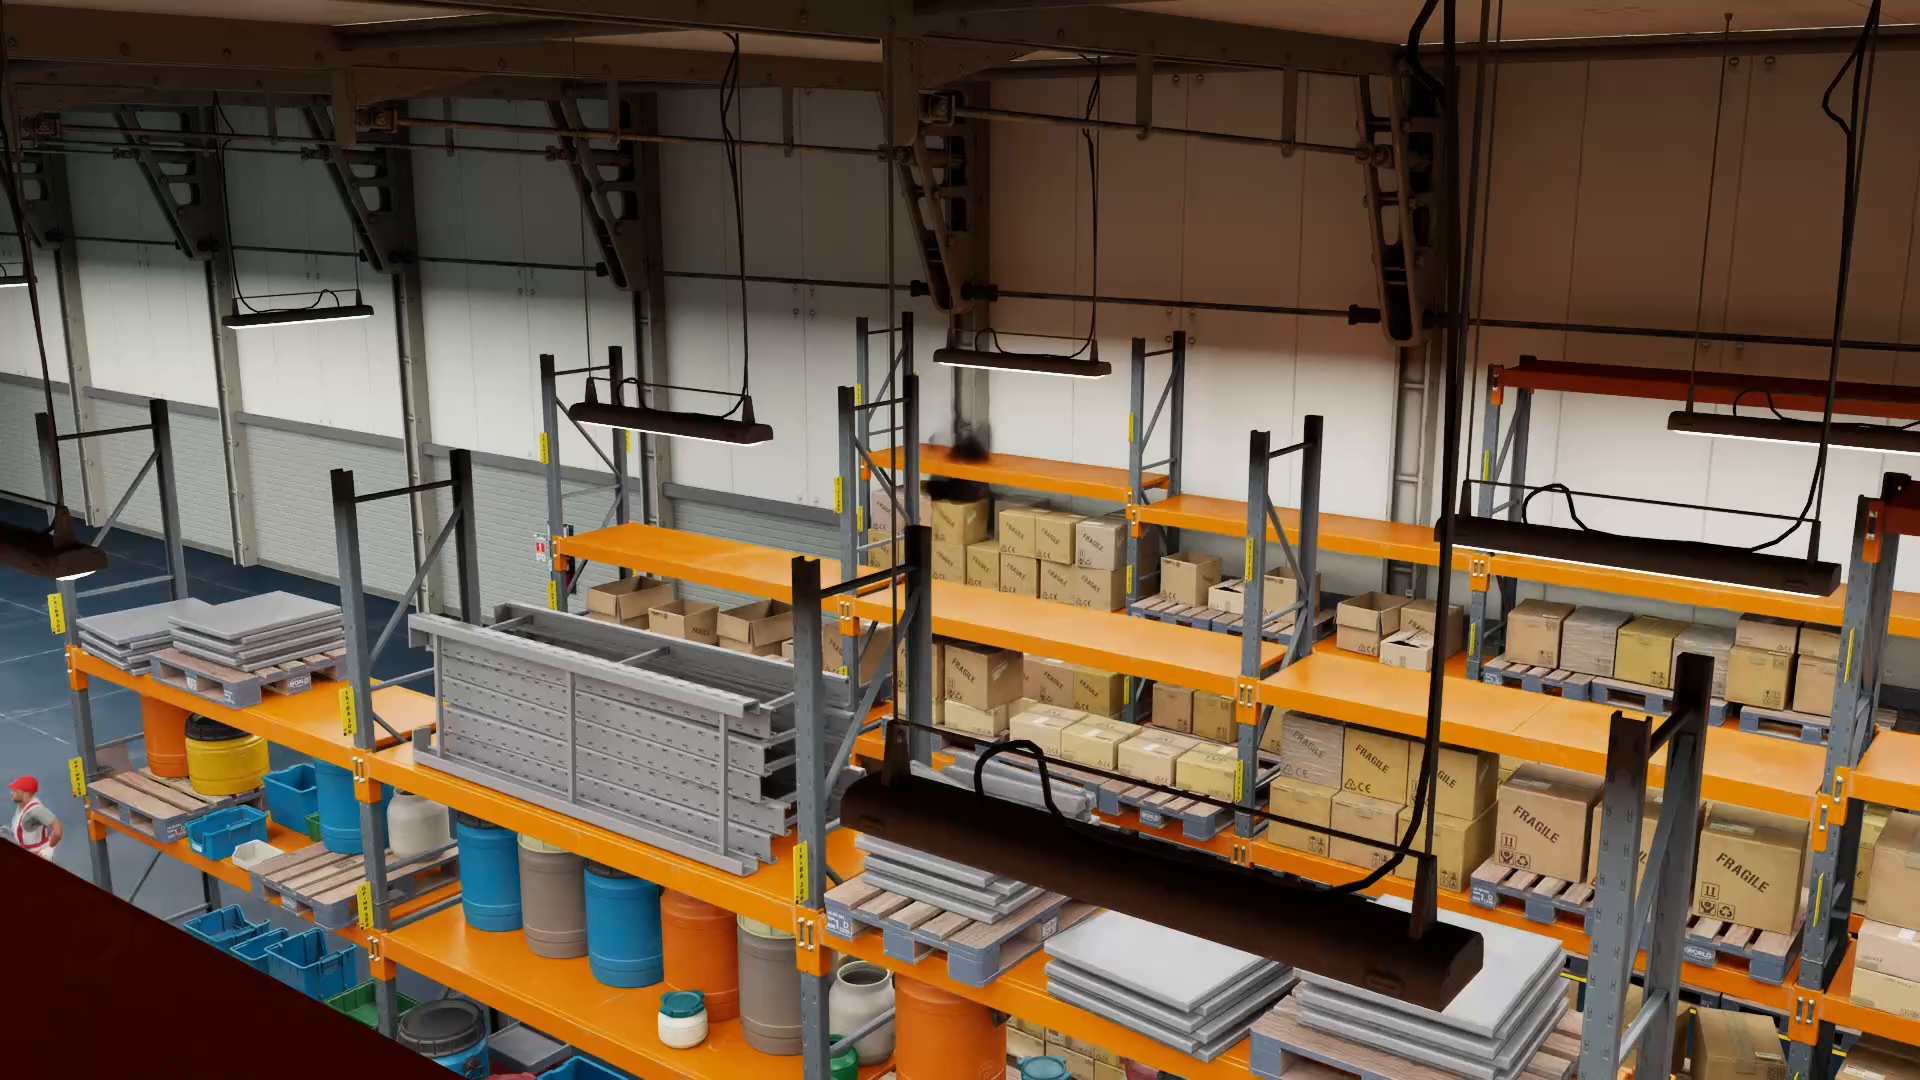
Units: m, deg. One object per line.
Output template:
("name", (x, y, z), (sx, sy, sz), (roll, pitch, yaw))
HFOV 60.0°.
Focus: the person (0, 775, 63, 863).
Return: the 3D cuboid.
("person", (-9.495, 3.287, 17.157), (0.823, 1.838, 0.639), (-6, 15, -26))
